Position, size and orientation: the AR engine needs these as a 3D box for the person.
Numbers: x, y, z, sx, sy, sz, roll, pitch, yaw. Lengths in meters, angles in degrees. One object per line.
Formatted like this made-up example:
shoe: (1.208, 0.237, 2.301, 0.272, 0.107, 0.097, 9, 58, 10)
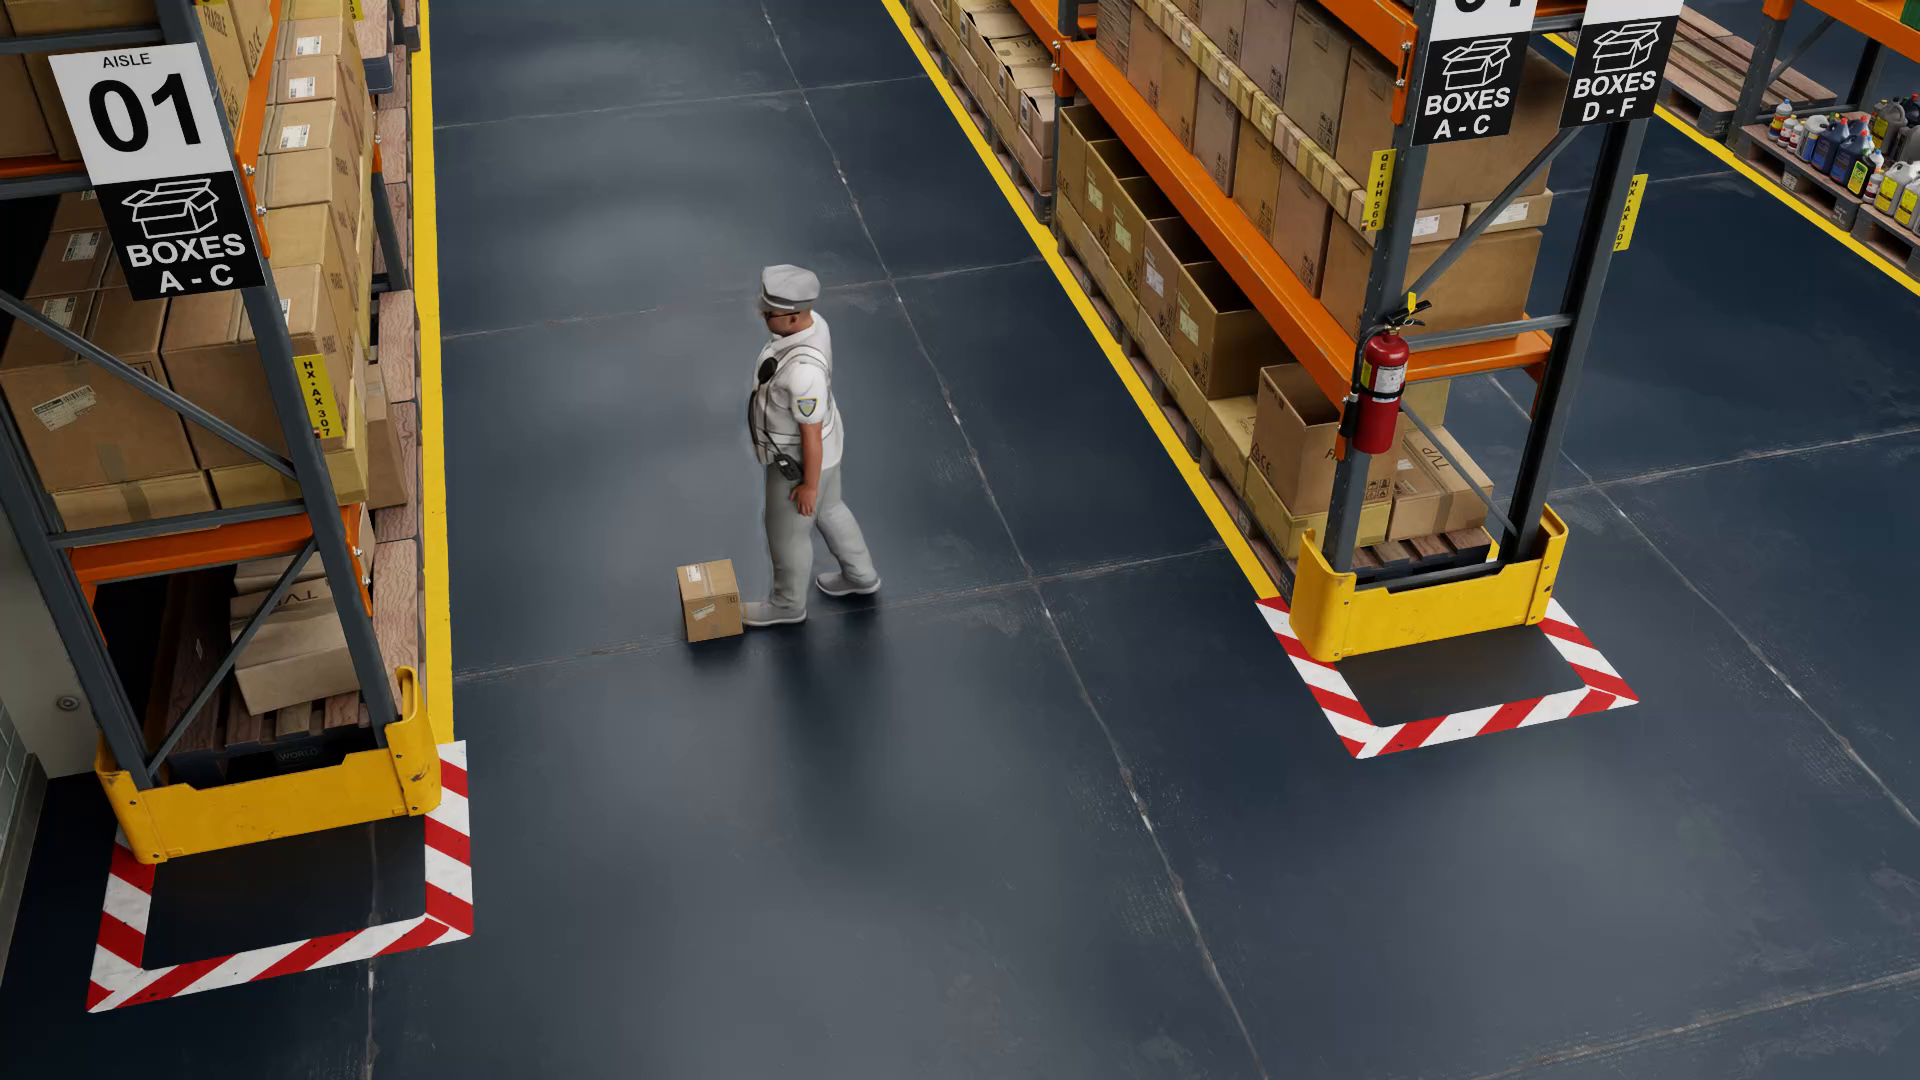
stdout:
person: (-0.701, -0.388, 7.191, 0.667, 1.755, 0.553, 1, 38, 1)
